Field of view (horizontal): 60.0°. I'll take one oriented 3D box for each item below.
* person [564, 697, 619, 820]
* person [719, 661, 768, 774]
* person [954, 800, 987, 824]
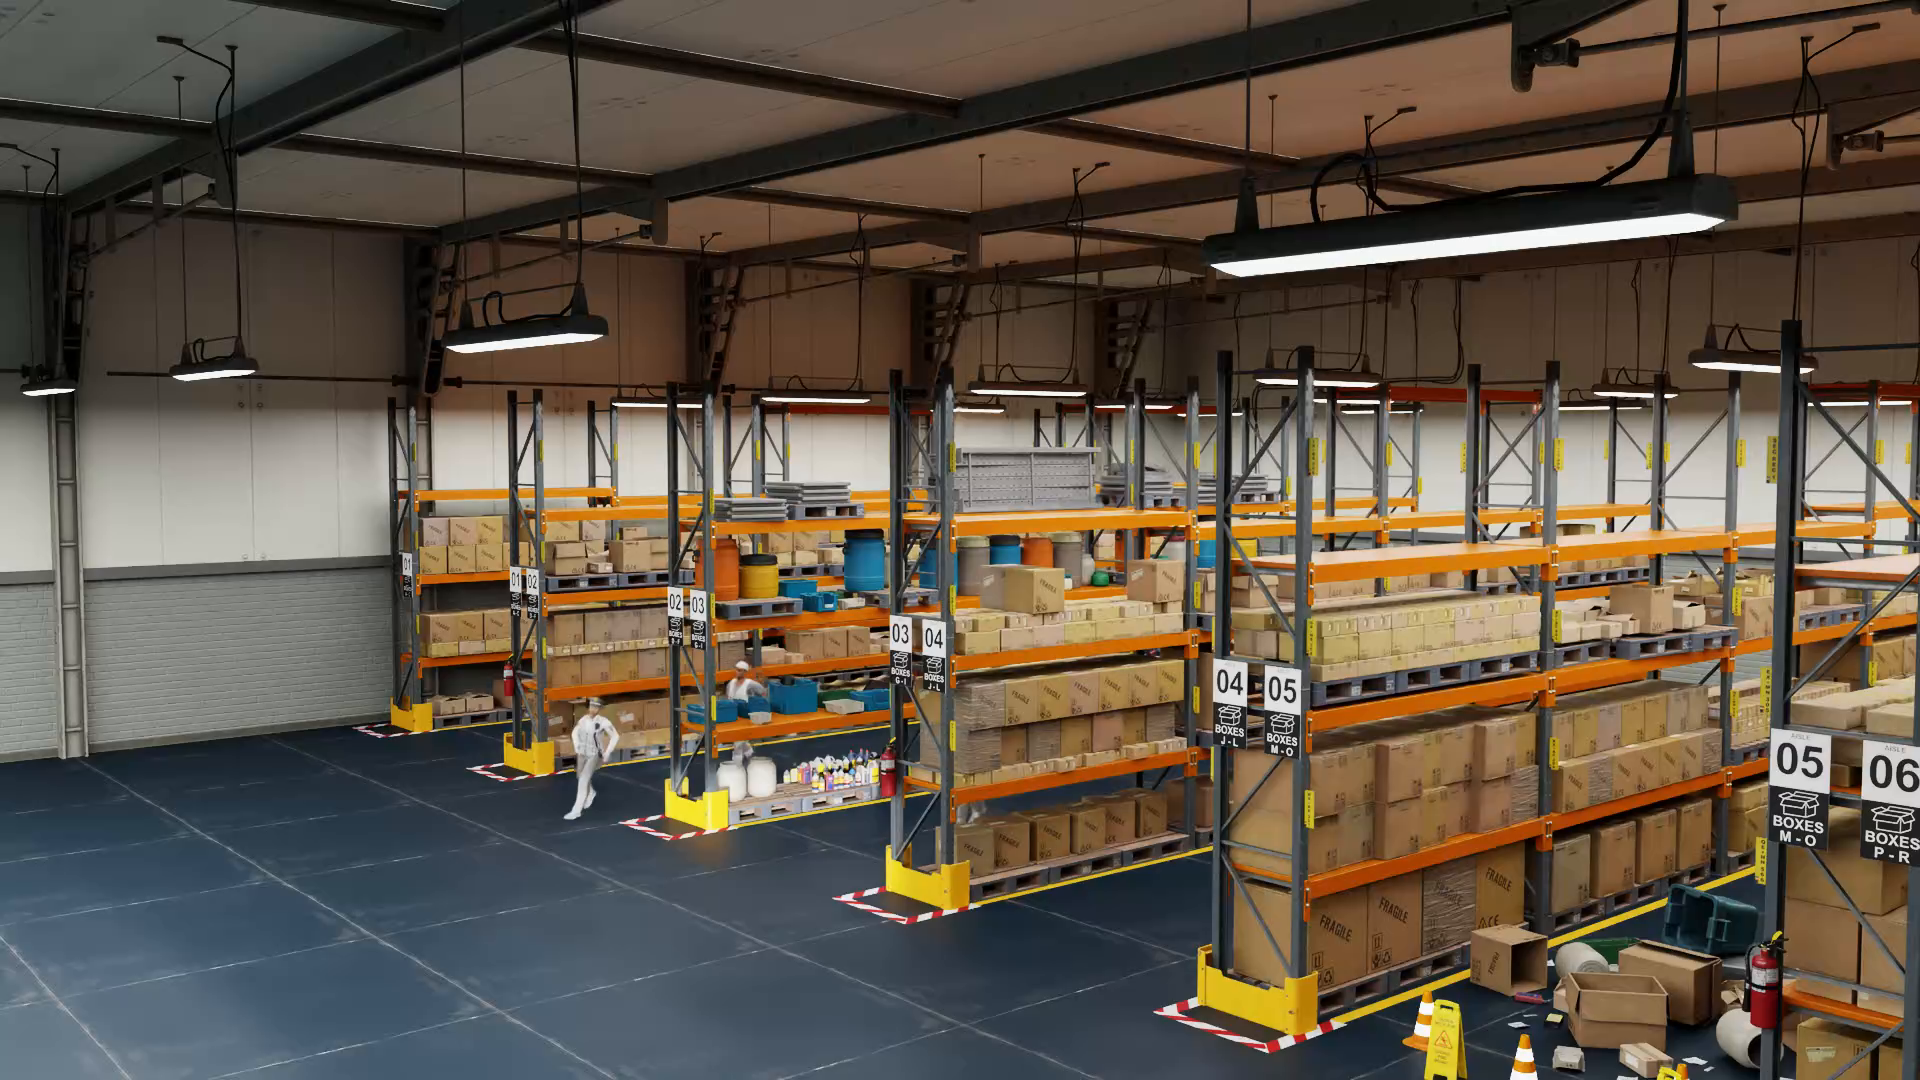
[{"bbox_3d":[-5.067,2.977,22.969,0.677,1.655,0.855,1,4,19],"label":"person"},{"bbox_3d":[-3.351,2.761,25.443,0.636,1.821,0.843,3,4,37],"label":"person"},{"bbox_3d":[0.088,2.960,22.152,0.690,1.819,0.910,3,4,40],"label":"person"}]
